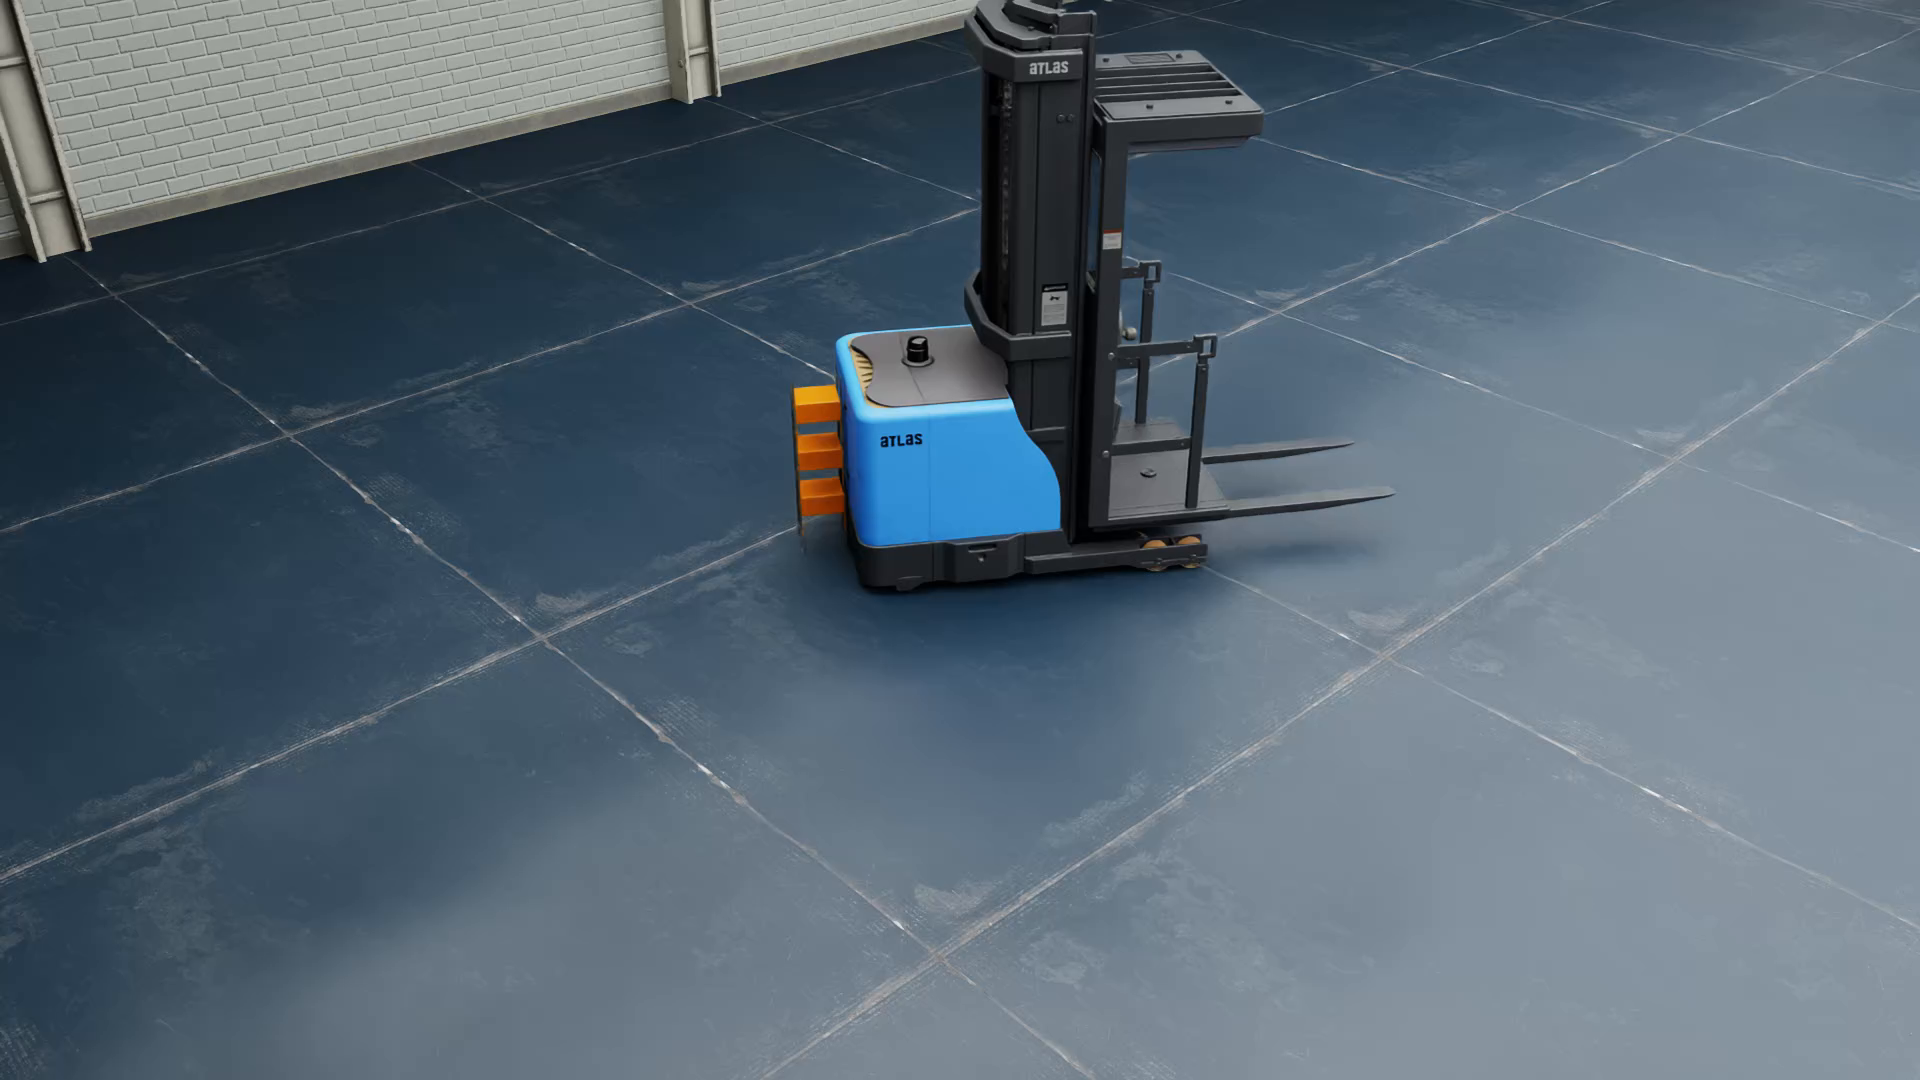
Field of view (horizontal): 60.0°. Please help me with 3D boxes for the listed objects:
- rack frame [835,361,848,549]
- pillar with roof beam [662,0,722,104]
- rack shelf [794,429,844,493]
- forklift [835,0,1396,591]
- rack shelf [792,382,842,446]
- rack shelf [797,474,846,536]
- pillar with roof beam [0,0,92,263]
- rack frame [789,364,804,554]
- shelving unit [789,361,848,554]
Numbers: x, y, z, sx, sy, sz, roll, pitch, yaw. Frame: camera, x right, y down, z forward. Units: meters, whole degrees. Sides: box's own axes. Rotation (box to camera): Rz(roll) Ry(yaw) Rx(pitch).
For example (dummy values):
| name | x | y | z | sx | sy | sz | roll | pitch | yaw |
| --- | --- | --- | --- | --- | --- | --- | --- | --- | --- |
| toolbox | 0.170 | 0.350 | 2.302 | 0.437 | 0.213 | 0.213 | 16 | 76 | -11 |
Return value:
| name | x | y | z | sx | sy | sz | roll | pitch | yaw |
| --- | --- | --- | --- | --- | --- | --- | --- | --- | --- |
| rack frame | -0.639 | -0.447 | 8.975 | 0.008 | 1.050 | 0.200 | -6 | 32 | -9 |
| pillar with roof beam | 0.325 | -6.568 | 11.366 | 0.400 | 9.000 | 9.100 | -26 | 40 | -35 |
| rack shelf | -0.759 | -0.427 | 8.962 | 0.240 | 0.259 | 0.215 | -6 | 32 | -9 |
| forklift | 0.878 | -1.347 | 8.643 | 3.031 | 2.935 | 1.130 | -6 | 32 | -9 |
| rack shelf | -0.759 | -0.669 | 8.814 | 0.240 | 0.259 | 0.215 | -6 | 32 | -9 |
| rack shelf | -0.759 | -0.190 | 9.107 | 0.240 | 0.259 | 0.215 | -6 | 32 | -9 |
| pillar with roof beam | -4.075 | -4.440 | 7.885 | 0.400 | 9.000 | 9.100 | -26 | 40 | -35 |
| rack frame | -0.879 | -0.424 | 8.938 | 0.008 | 1.050 | 0.200 | -6 | 32 | -9 |
| shelving unit | -0.759 | -0.436 | 8.956 | 0.252 | 1.050 | 0.215 | -6 | 32 | -9 |
